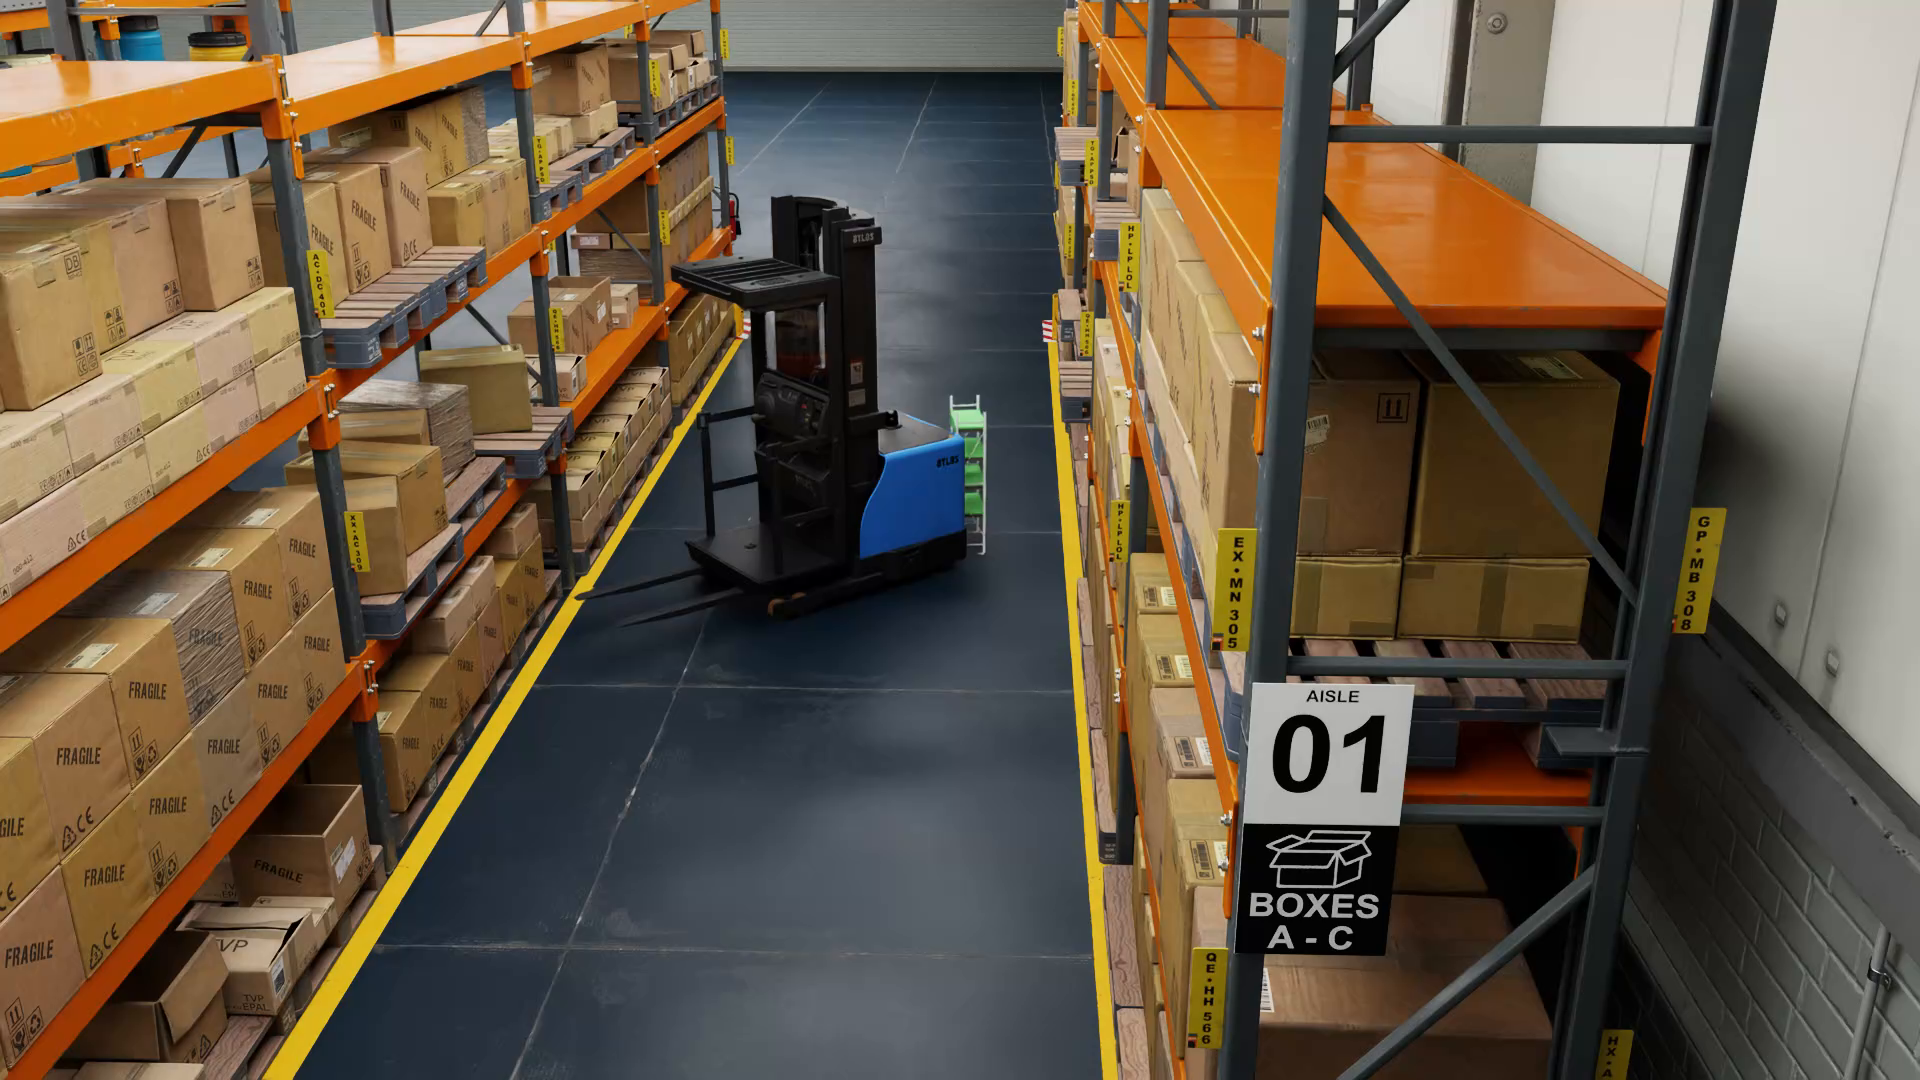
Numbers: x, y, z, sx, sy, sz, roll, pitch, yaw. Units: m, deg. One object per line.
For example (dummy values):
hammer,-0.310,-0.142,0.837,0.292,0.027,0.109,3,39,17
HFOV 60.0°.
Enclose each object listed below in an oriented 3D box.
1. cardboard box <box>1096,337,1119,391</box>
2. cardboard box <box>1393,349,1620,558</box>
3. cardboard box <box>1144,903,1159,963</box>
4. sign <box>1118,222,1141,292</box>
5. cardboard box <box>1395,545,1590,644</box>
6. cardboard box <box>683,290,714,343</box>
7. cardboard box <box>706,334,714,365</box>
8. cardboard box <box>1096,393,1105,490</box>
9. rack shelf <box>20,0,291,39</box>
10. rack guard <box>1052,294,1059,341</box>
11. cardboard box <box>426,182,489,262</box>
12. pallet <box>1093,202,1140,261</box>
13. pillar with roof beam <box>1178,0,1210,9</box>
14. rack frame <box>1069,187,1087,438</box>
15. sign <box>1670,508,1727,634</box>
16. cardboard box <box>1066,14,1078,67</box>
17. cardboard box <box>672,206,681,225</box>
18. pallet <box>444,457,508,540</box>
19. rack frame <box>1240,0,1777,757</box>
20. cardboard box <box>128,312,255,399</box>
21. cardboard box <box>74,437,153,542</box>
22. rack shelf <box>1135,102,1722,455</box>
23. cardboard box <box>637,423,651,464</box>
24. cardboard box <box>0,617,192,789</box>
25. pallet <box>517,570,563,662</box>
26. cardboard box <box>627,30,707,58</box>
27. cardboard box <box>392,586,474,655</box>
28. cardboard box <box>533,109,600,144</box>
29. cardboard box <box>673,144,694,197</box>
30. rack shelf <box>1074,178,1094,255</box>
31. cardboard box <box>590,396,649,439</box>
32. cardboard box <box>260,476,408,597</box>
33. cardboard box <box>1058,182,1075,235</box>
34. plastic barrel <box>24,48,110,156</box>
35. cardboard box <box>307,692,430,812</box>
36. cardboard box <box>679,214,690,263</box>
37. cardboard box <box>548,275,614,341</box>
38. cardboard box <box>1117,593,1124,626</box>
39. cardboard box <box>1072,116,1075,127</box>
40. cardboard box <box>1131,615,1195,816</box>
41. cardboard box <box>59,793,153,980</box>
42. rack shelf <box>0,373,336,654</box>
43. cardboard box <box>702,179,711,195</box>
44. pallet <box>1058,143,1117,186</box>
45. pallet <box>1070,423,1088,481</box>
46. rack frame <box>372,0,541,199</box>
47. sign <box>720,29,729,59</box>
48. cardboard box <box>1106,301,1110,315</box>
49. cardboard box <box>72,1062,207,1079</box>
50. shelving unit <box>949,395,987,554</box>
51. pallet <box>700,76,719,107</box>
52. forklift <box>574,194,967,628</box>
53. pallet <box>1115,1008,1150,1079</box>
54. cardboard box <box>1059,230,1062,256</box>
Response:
cardboard box,1.176,-1.171,11.079,0.500,0.250,0.500,0,21,1
cardboard box,1.483,-0.271,4.680,0.500,0.500,0.500,0,21,0
cardboard box,1.007,1.711,7.244,0.380,0.149,0.250,0,21,0
sign,0.798,-1.324,7.793,0.100,0.325,0.005,1,21,2
cardboard box,1.487,0.078,4.816,0.500,0.250,0.500,2,21,4
cardboard box,-2.997,-2.452,18.178,0.500,0.500,0.500,1,21,2
cardboard box,-3.000,-2.102,18.314,0.500,0.250,0.500,1,21,2
cardboard box,1.151,-0.635,10.736,0.500,0.500,0.500,1,21,1
rack shelf,-8.257,-5.536,17.196,1.077,0.370,4.000,1,21,2
rack guard,1.704,-2.682,20.043,1.175,0.500,0.348,1,21,2
cardboard box,-3.500,-1.950,10.416,0.910,0.500,0.500,1,21,2
pallet,1.496,-2.059,11.097,1.213,0.211,1.003,2,21,4
pillar with roof beam,-1.754,-6.456,18.022,9.100,9.000,0.400,1,21,2
rack frame,1.584,-2.428,15.934,1.000,3.000,0.127,1,21,2
sign,1.774,0.076,4.016,0.100,0.325,0.005,1,21,2
cardboard box,1.381,-5.292,17.620,0.500,0.500,0.500,1,21,3
cardboard box,-3.130,-3.392,17.382,0.380,0.149,0.250,0,21,0
pallet,-3.543,-0.243,10.566,1.003,0.211,1.213,1,21,2
rack frame,1.219,-0.886,3.667,1.000,3.000,0.127,1,21,2
cardboard box,-3.372,-0.791,7.084,0.500,0.250,0.500,1,21,2
cardboard box,-3.412,-0.196,6.243,0.500,0.250,0.500,1,21,2
rack shelf,1.280,-1.088,5.733,1.077,0.370,4.000,1,21,2
cardboard box,-3.122,-0.874,15.150,0.500,0.250,0.500,1,21,3
cardboard box,-3.412,0.633,6.523,0.500,0.500,0.500,0,21,1
pallet,-3.549,0.534,12.153,1.003,0.211,1.213,1,21,2
cardboard box,-3.267,-5.428,18.601,0.797,0.503,0.637,2,21,5
cardboard box,-3.322,0.488,10.229,0.500,0.250,0.500,1,21,2
cardboard box,-3.409,-3.584,14.394,0.500,0.250,0.500,-1,21,-4
cardboard box,-3.299,-4.019,18.102,0.700,0.500,0.500,1,21,2
rack shelf,1.524,-2.768,13.658,1.077,0.370,4.000,1,21,2
cardboard box,-3.120,-1.139,15.056,0.500,0.311,0.500,1,21,1
cardboard box,-3.372,0.000,8.957,0.700,0.500,0.500,-7,22,-17
cardboard box,1.344,-3.629,18.171,0.500,0.500,0.500,0,21,0
plastic barrel,-8.117,-3.983,15.102,0.600,0.901,0.708,1,21,2
cardboard box,-3.352,1.199,9.433,0.500,0.500,0.500,0,21,-1
cardboard box,-3.317,-3.246,17.903,0.700,0.500,0.500,1,21,3
cardboard box,-3.423,-2.060,14.847,0.500,0.500,0.500,2,21,6
cardboard box,1.052,0.355,9.080,0.380,0.149,0.250,1,21,3
cardboard box,1.381,-4.251,16.318,0.500,0.500,0.500,-1,21,-3
cardboard box,1.281,0.784,7.240,0.980,0.700,0.700,0,21,0
cardboard box,-3.426,1.285,6.225,0.500,0.500,0.500,1,21,1
rack shelf,-3.671,0.071,6.340,1.077,0.370,4.000,1,21,2
cardboard box,-3.073,-4.042,19.058,0.380,0.149,0.250,1,21,3
pallet,1.431,-3.142,13.887,1.213,0.211,1.003,1,21,2
pallet,1.562,-0.847,15.713,1.003,0.211,1.213,1,21,2
rack frame,-3.489,-3.832,11.259,1.000,3.000,0.127,1,21,2
sign,-2.703,-5.691,19.082,0.100,0.325,0.005,1,21,2
cardboard box,1.457,-1.606,13.069,0.700,0.500,0.500,-1,21,-3
cardboard box,-3.402,2.379,6.737,0.500,0.250,0.500,1,21,2
shelving unit,0.062,-0.532,13.534,0.258,1.200,0.503,-2,21,-5
pallet,-3.293,-5.030,18.614,1.003,0.211,1.213,1,21,2
forklift,-1.421,-0.981,12.300,3.031,2.935,1.130,-16,26,-35
pallet,1.205,2.481,7.138,1.003,0.211,1.213,1,21,2
cardboard box,1.351,-3.269,18.281,0.500,0.250,0.500,0,21,1
